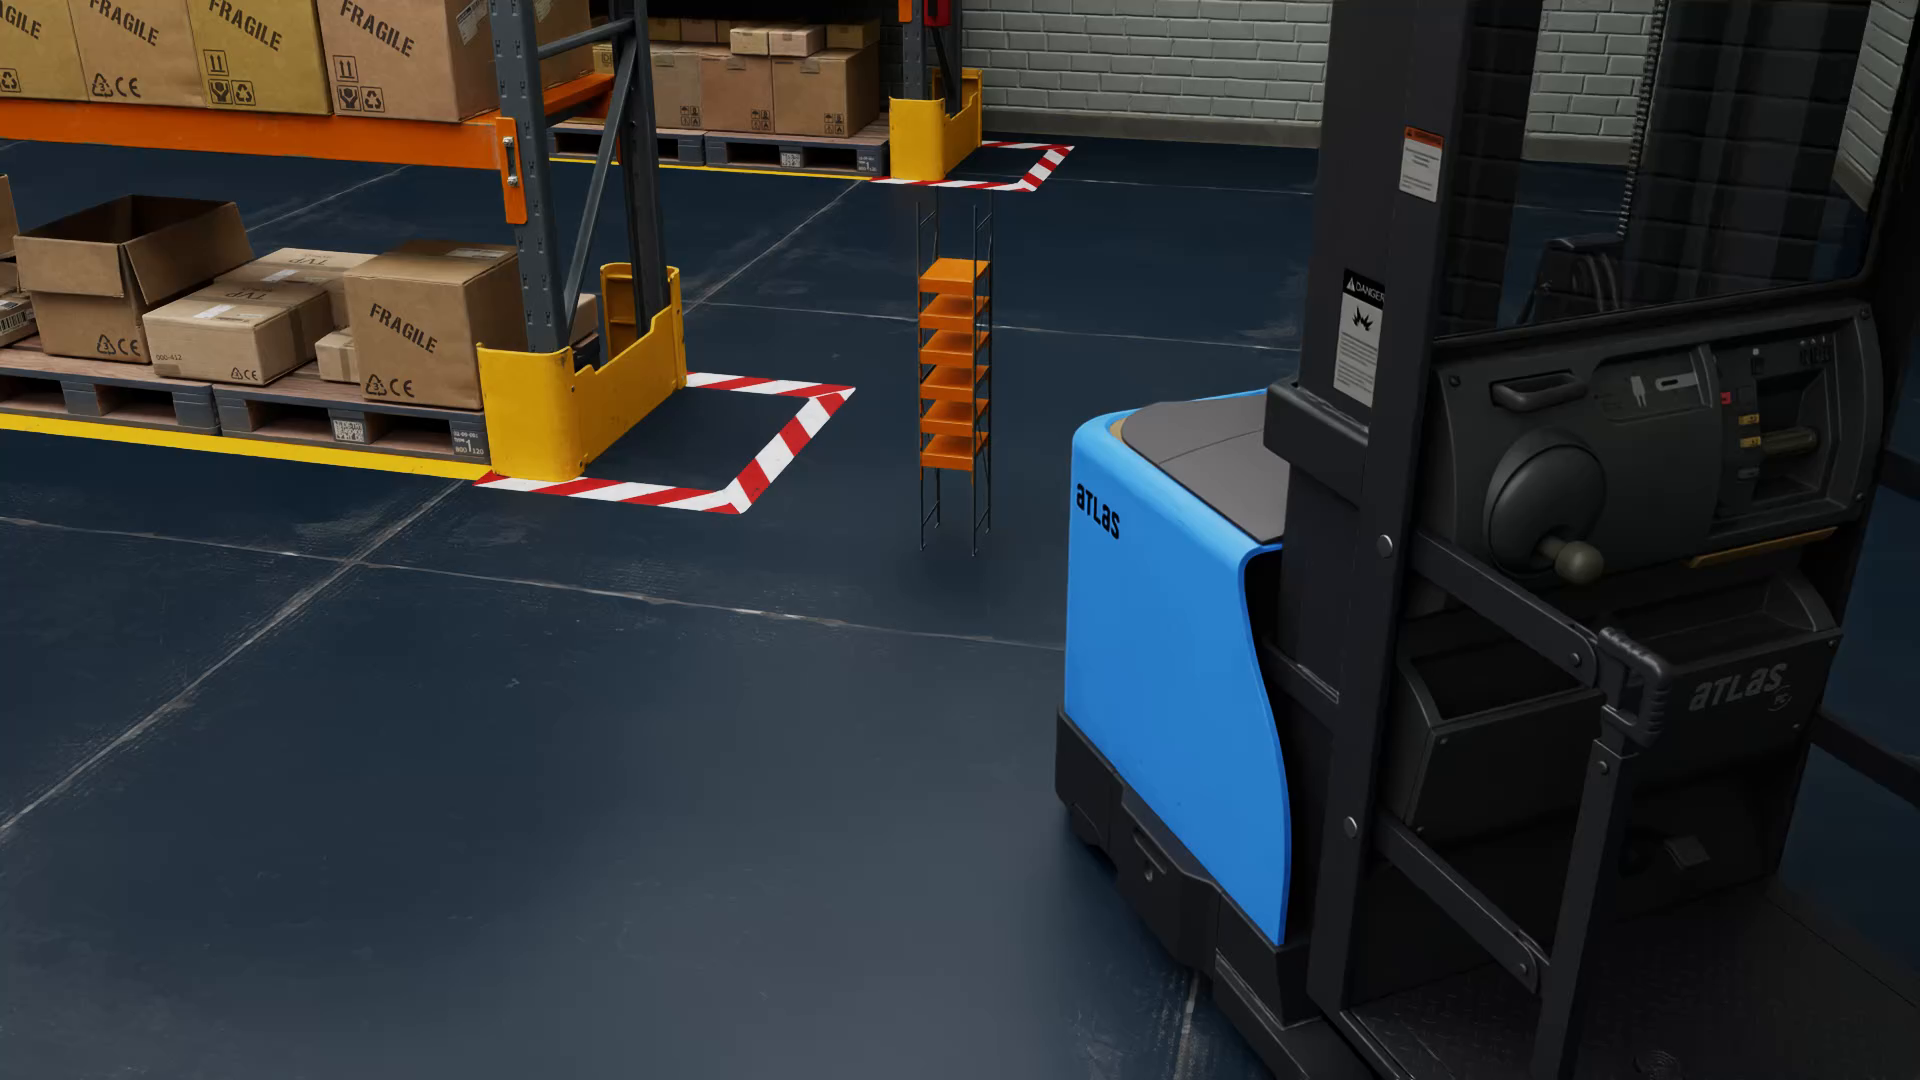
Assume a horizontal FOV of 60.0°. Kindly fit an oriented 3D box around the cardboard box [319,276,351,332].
[{"bbox_3d":[-2.340,-1.003,7.055,0.500,0.250,0.500,6,26,13],"label":"cardboard box"}]

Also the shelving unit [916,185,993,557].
[{"bbox_3d":[-0.014,-0.543,5.495,0.189,1.200,0.258,6,26,13],"label":"shelving unit"}]

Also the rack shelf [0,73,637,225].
[{"bbox_3d":[-3.337,-1.706,6.680,4.000,0.370,1.077,6,26,13],"label":"rack shelf"}]

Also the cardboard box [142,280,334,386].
[{"bbox_3d":[-2.900,-0.843,6.719,0.500,0.250,0.500,6,26,13],"label":"cardboard box"}]

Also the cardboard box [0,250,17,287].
[{"bbox_3d":[-3.925,-1.206,7.410,0.500,0.311,0.500,6,26,13],"label":"cardboard box"}]

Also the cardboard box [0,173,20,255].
[{"bbox_3d":[-4.651,-1.372,7.538,0.500,0.500,0.500,6,26,13],"label":"cardboard box"}]

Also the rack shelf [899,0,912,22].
[{"bbox_3d":[-2.107,-3.768,11.013,4.000,0.370,1.077,6,26,13],"label":"rack shelf"}]

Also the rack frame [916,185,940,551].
[{"bbox_3d":[-0.103,-0.553,5.516,0.006,1.200,0.240,6,26,13],"label":"rack frame"}]

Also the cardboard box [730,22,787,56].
[{"bbox_3d":[-1.290,-3.231,10.712,0.250,0.149,0.380,7,26,14],"label":"cardboard box"}]

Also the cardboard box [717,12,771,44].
[{"bbox_3d":[-1.435,-3.417,11.102,0.250,0.149,0.380,7,26,13],"label":"cardboard box"}]

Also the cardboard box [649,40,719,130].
[{"bbox_3d":[-1.844,-3.080,11.150,0.500,0.500,0.700,5,26,11],"label":"cardboard box"}]

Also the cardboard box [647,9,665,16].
[{"bbox_3d":[-2.175,-3.498,11.273,0.250,0.149,0.380,6,26,12],"label":"cardboard box"}]

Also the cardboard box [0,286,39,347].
[{"bbox_3d":[-4.081,-0.941,7.020,0.250,0.166,0.380,6,26,13],"label":"cardboard box"}]

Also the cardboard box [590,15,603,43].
[{"bbox_3d":[-2.553,-3.370,11.004,0.250,0.149,0.380,6,26,12],"label":"cardboard box"}]

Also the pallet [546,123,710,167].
[{"bbox_3d":[-2.141,-2.804,11.395,1.213,0.211,1.003,6,26,13],"label":"pallet"}]

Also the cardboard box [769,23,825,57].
[{"bbox_3d":[-1.042,-3.204,10.655,0.250,0.149,0.380,6,26,12],"label":"cardboard box"}]

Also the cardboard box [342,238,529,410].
[{"bbox_3d":[-1.988,-0.842,6.425,0.500,0.500,0.500,6,26,13],"label":"cardboard box"}]

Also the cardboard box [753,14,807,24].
[{"bbox_3d":[-1.192,-3.390,11.046,0.250,0.149,0.380,6,26,13],"label":"cardboard box"}]

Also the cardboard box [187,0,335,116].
[{"bbox_3d":[-2.405,-1.850,6.030,0.500,0.500,0.500,7,26,13],"label":"cardboard box"}]

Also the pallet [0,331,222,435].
[{"bbox_3d":[-3.424,-0.782,7.147,1.213,0.211,1.003,6,26,13],"label":"pallet"}]

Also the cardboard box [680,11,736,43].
[{"bbox_3d":[-1.681,-3.444,11.159,0.250,0.149,0.380,7,26,14],"label":"cardboard box"}]

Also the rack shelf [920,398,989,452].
[{"bbox_3d":[-0.014,-0.395,5.566,0.180,0.103,0.258,6,26,13],"label":"rack shelf"}]

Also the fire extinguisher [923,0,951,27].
[{"bbox_3d":[-0.139,-3.467,10.068,0.183,0.674,0.296,6,26,13],"label":"fire extinguisher"}]

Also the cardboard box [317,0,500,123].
[{"bbox_3d":[-1.901,-1.796,5.917,0.500,0.500,0.500,7,26,15],"label":"cardboard box"}]

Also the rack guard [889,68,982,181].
[{"bbox_3d":[-0.146,-2.748,10.940,0.348,0.500,1.175,6,26,13],"label":"rack guard"}]

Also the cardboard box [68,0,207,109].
[{"bbox_3d":[-2.886,-1.906,6.147,0.500,0.500,0.500,7,26,13],"label":"cardboard box"}]

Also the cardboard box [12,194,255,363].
[{"bbox_3d":[-3.453,-1.117,6.999,0.637,0.503,0.797,6,26,13],"label":"cardboard box"}]

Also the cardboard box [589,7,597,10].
[{"bbox_3d":[-2.670,-3.553,11.388,0.250,0.149,0.380,5,26,11],"label":"cardboard box"}]

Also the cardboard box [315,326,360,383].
[{"bbox_3d":[-2.358,-0.772,6.667,0.250,0.166,0.380,6,26,13],"label":"cardboard box"}]

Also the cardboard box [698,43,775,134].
[{"bbox_3d":[-1.357,-3.027,11.038,0.500,0.500,0.700,6,26,13],"label":"cardboard box"}]

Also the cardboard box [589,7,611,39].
[{"bbox_3d":[-2.425,-3.526,11.331,0.250,0.149,0.380,7,26,14],"label":"cardboard box"}]

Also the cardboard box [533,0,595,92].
[{"bbox_3d":[-1.764,-2.019,6.384,0.500,0.500,0.500,7,26,14],"label":"cardboard box"}]

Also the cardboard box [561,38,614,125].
[{"bbox_3d":[-2.363,-3.134,11.264,0.500,0.500,0.700,7,26,14],"label":"cardboard box"}]

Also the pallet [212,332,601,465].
[{"bbox_3d":[-2.246,-0.650,6.871,1.213,0.211,1.003,6,26,13],"label":"pallet"}]

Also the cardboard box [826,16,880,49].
[{"bbox_3d":[-0.702,-3.336,10.933,0.250,0.149,0.380,6,26,13],"label":"cardboard box"}]

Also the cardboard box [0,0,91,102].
[{"bbox_3d":[-3.374,-1.960,6.261,0.500,0.500,0.500,6,26,12],"label":"cardboard box"}]

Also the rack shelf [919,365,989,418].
[{"bbox_3d":[-0.014,-0.503,5.514,0.180,0.103,0.258,6,26,13],"label":"rack shelf"}]

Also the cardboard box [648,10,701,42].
[{"bbox_3d":[-1.930,-3.471,11.216,0.250,0.149,0.380,7,26,14],"label":"cardboard box"}]

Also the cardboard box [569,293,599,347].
[{"bbox_3d":[-1.720,-0.916,6.989,0.250,0.149,0.380,6,26,13],"label":"cardboard box"}]

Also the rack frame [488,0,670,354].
[{"bbox_3d":[-1.400,-1.816,6.076,0.127,3.000,1.000,6,26,13],"label":"rack frame"}]

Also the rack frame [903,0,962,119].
[{"bbox_3d":[-0.170,-3.879,10.408,0.127,3.000,1.000,6,26,13],"label":"rack frame"}]

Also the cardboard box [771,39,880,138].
[{"bbox_3d":[-0.873,-2.973,10.925,0.500,0.500,0.700,6,26,13],"label":"cardboard box"}]

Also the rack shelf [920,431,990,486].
[{"bbox_3d":[-0.014,-0.286,5.618,0.180,0.103,0.258,6,26,13],"label":"rack shelf"}]

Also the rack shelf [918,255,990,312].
[{"bbox_3d":[-0.014,-0.828,5.360,0.180,0.103,0.258,6,26,13],"label":"rack shelf"}]

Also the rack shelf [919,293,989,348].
[{"bbox_3d":[-0.014,-0.720,5.411,0.180,0.103,0.258,6,26,13],"label":"rack shelf"}]

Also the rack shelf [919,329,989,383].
[{"bbox_3d":[-0.014,-0.612,5.463,0.180,0.103,0.258,6,26,13],"label":"rack shelf"}]

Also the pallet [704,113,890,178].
[{"bbox_3d":[-0.964,-2.673,11.119,1.213,0.211,1.003,6,26,13],"label":"pallet"}]

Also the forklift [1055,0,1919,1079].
[{"bbox_3d":[1.279,-0.135,2.624,1.130,2.935,3.031,-10,27,-20],"label":"forklift"}]

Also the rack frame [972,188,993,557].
[{"bbox_3d":[0.075,-0.533,5.475,0.006,1.200,0.240,6,26,13],"label":"rack frame"}]

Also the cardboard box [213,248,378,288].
[{"bbox_3d":[-2.824,-1.057,7.167,0.500,0.250,0.500,6,26,13],"label":"cardboard box"}]

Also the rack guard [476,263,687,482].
[{"bbox_3d":[-1.473,-0.696,6.630,0.348,0.500,1.175,6,26,13],"label":"rack guard"}]
